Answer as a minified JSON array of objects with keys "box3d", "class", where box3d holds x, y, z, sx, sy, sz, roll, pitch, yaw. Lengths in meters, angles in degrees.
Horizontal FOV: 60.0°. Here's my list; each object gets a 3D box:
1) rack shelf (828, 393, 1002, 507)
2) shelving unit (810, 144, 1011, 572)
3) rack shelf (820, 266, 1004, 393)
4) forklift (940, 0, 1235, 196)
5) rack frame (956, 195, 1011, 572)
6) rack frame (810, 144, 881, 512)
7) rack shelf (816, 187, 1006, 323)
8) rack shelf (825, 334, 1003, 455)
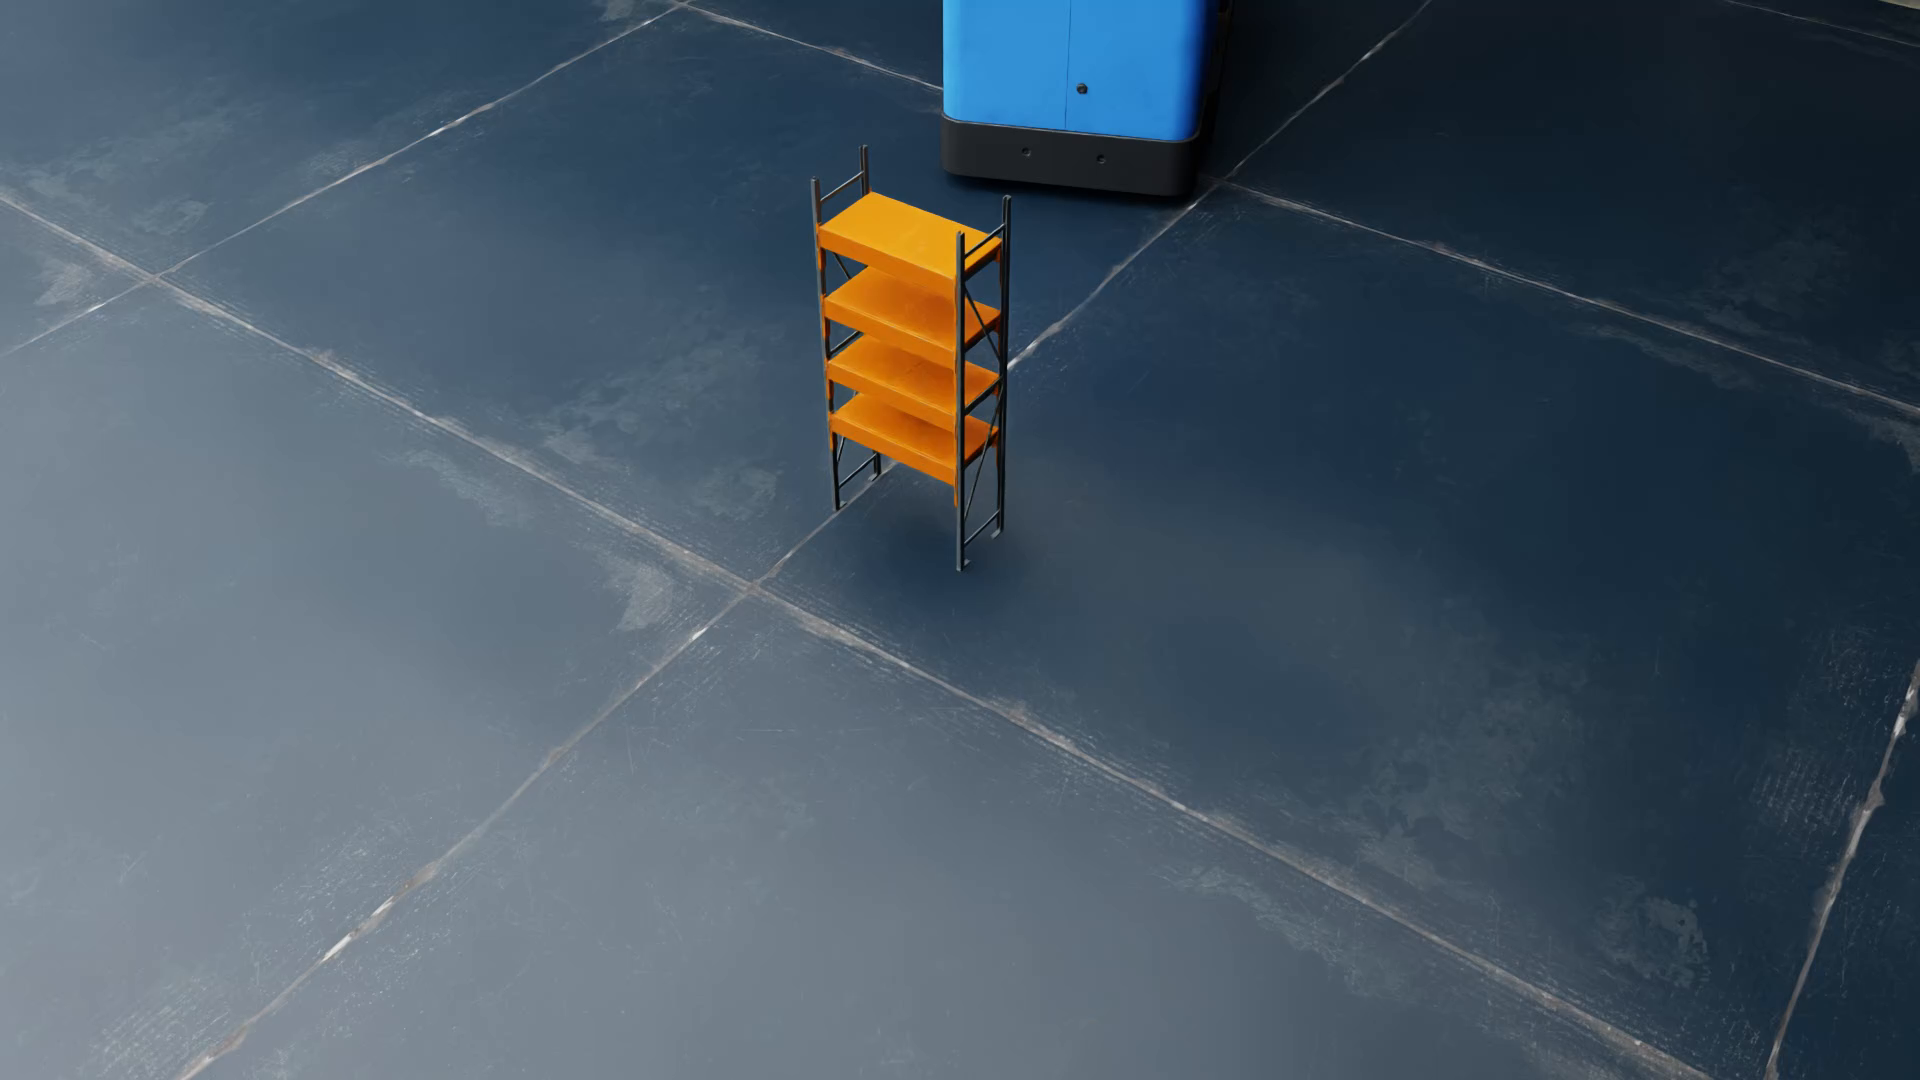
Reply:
[{"box3d":[-0.136,-0.312,5.098,0.480,0.148,0.258,25,48,25],"class":"rack shelf"},{"box3d":[-0.136,-0.511,4.921,0.503,1.200,0.258,25,48,25],"class":"shelving unit"},{"box3d":[-0.136,-0.627,4.816,0.480,0.148,0.258,25,48,25],"class":"rack shelf"},{"box3d":[0.713,-3.466,6.926,1.130,2.935,3.031,8,42,8],"class":"forklift"},{"box3d":[0.064,-0.417,4.816,0.015,1.200,0.240,25,48,25],"class":"rack frame"},{"box3d":[-0.335,-0.604,5.025,0.015,1.200,0.240,25,48,25],"class":"rack frame"},{"box3d":[-0.136,-0.803,4.659,0.480,0.148,0.258,25,48,25],"class":"rack shelf"},{"box3d":[-0.136,-0.460,4.966,0.480,0.148,0.258,25,48,25],"class":"rack shelf"}]
